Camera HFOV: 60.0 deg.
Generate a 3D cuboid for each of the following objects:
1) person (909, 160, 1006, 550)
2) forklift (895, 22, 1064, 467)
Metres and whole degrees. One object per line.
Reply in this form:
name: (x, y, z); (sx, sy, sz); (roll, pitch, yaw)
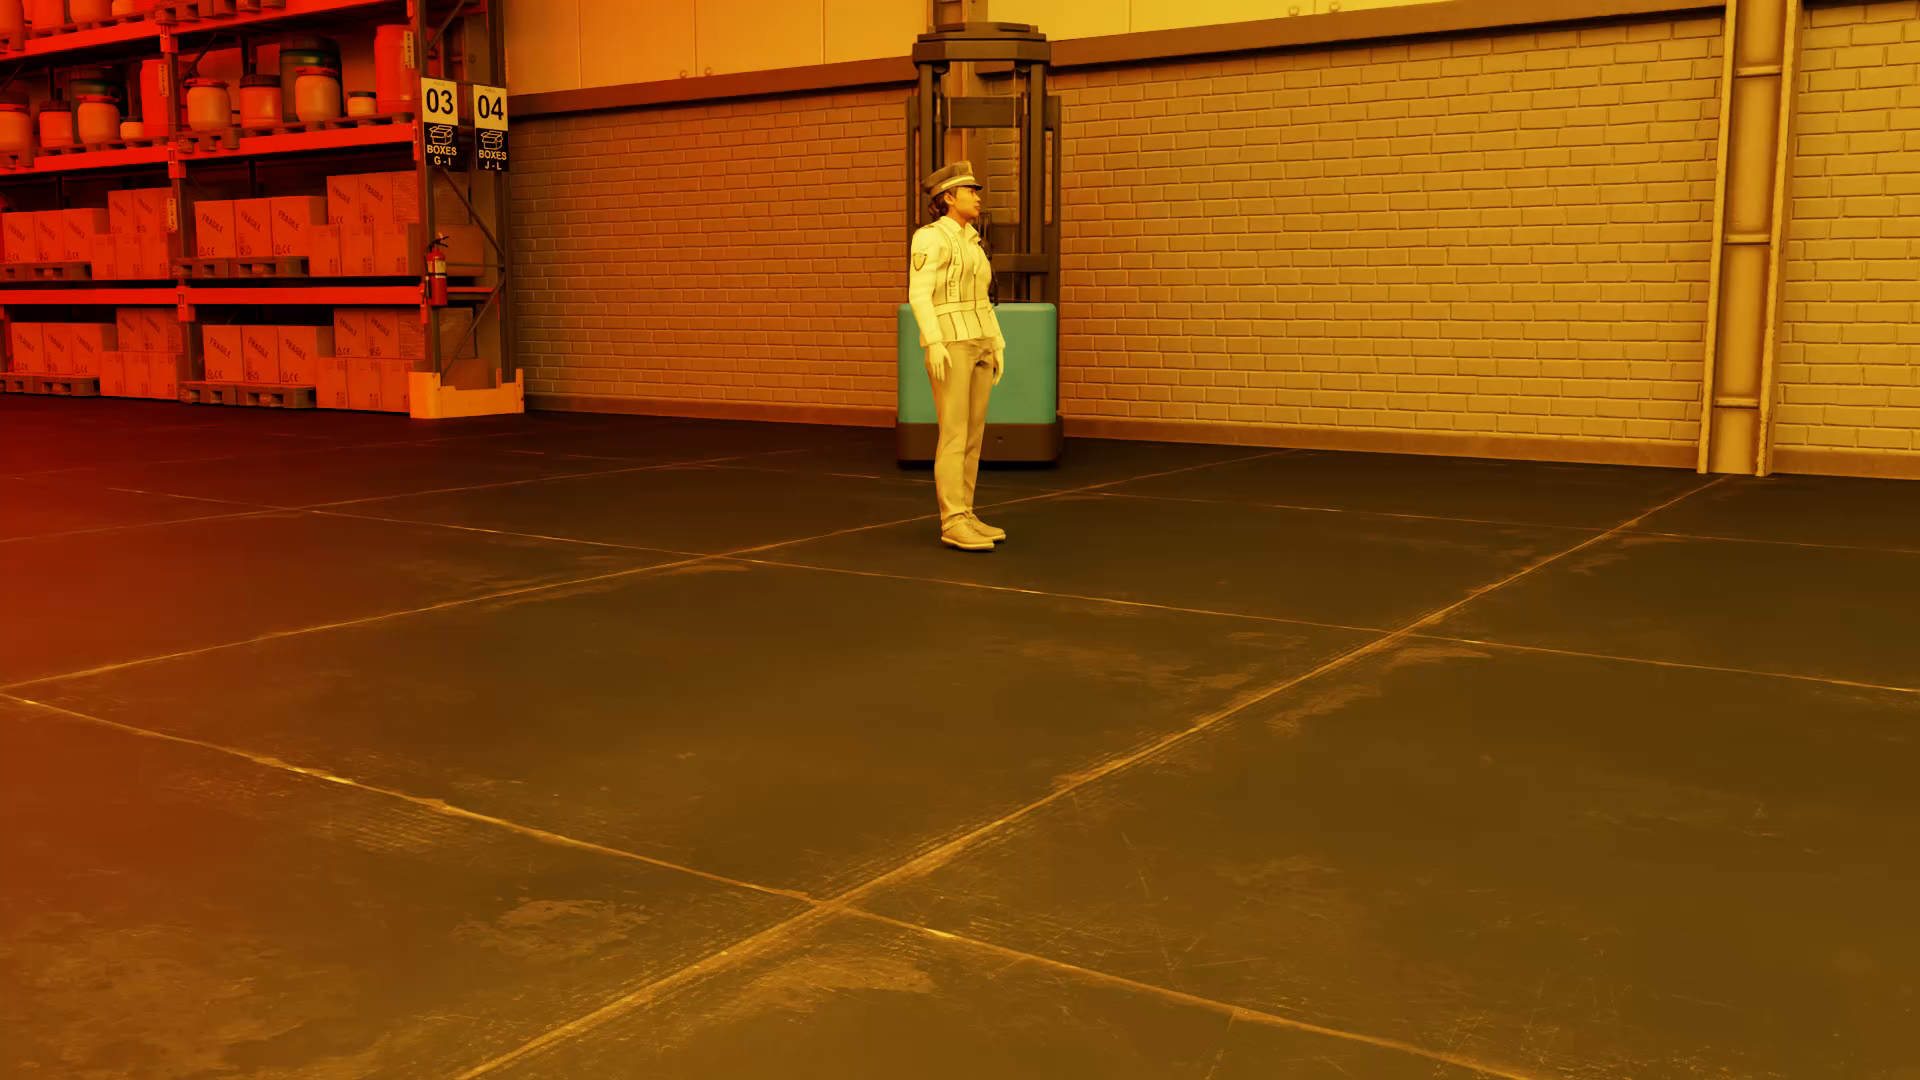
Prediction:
person: (0.052, -0.840, 7.441); (0.533, 1.696, 0.588); (5, 10, 34)
forklift: (0.179, -2.101, 11.966); (1.130, 2.935, 3.031); (0, 8, 3)
